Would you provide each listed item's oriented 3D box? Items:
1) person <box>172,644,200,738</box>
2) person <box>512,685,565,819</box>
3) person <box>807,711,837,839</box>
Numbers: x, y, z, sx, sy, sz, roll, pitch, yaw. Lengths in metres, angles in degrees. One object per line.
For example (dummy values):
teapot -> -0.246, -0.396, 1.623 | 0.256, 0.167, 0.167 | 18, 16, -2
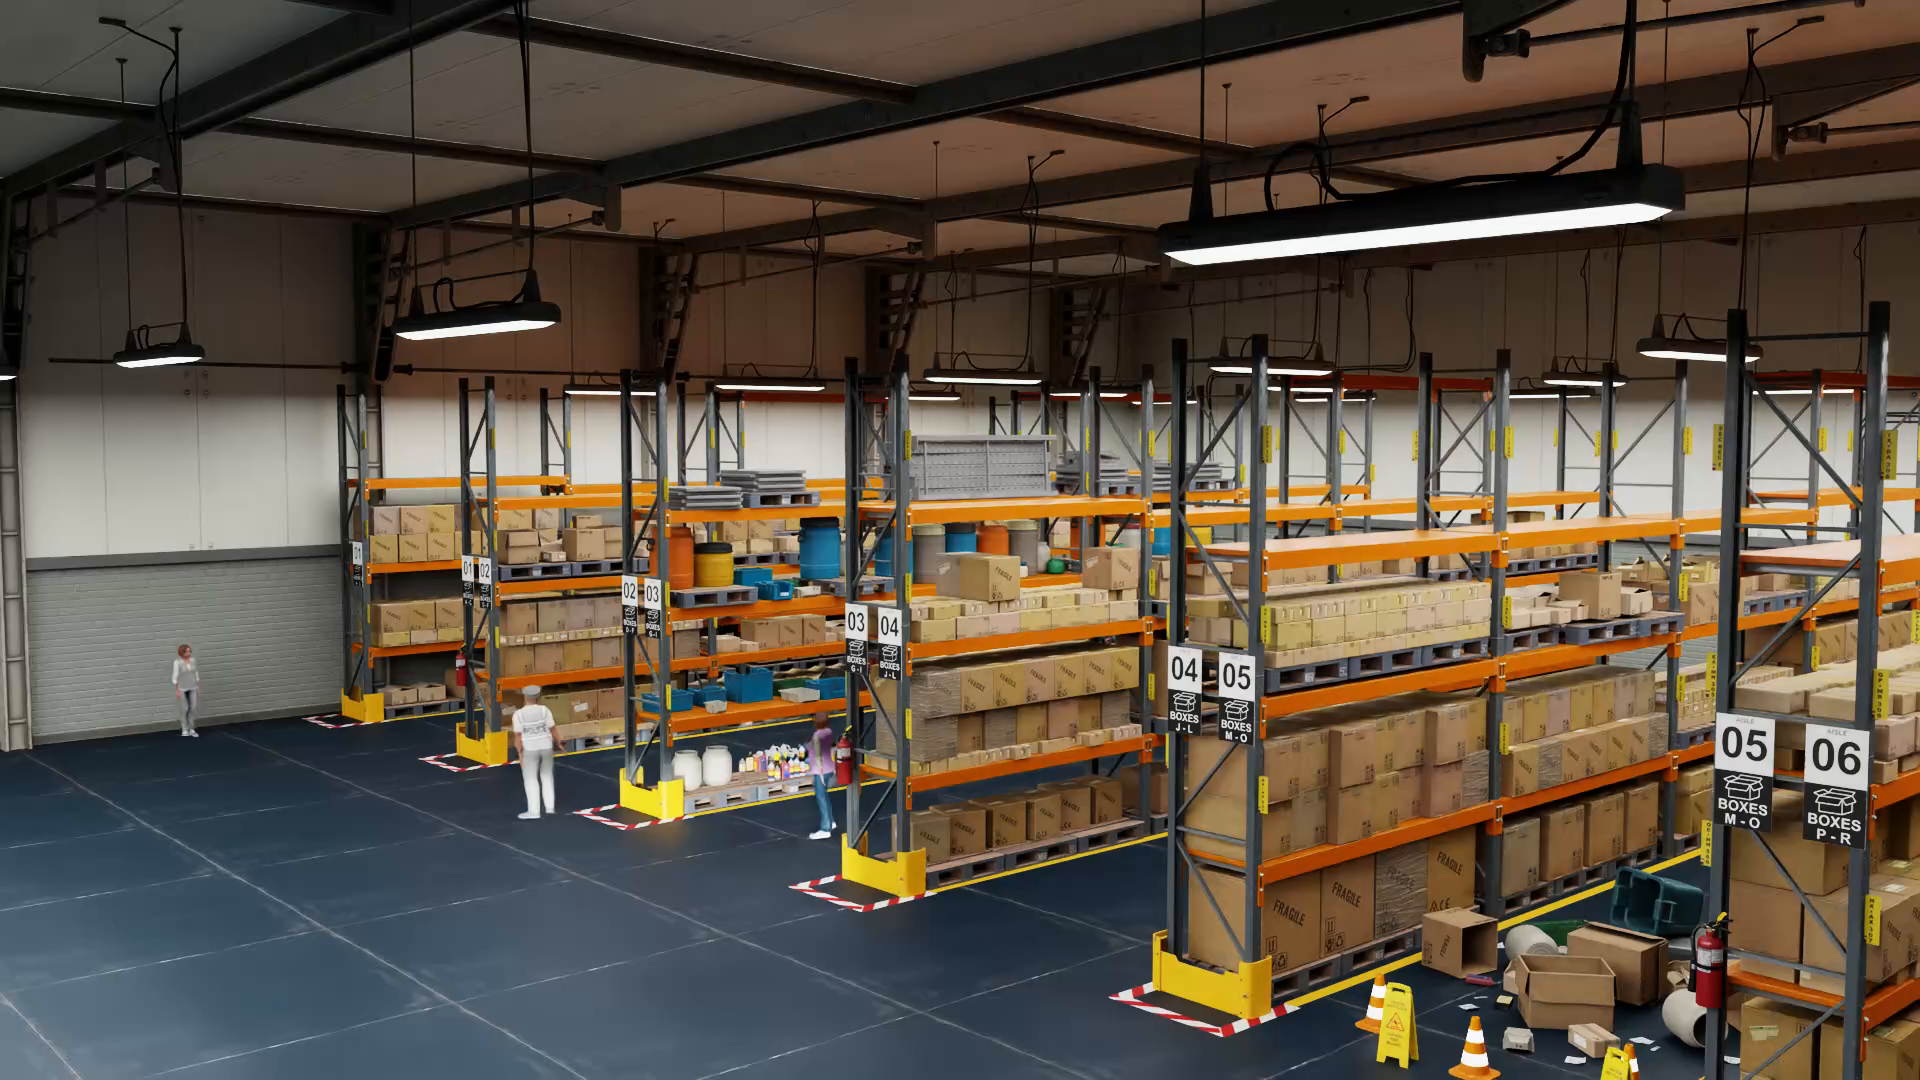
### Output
person -> -13.044, 2.534, 28.022 | 0.366, 1.594, 0.446 | 3, 5, 39
person -> -5.637, 2.820, 22.212 | 0.713, 1.786, 0.442 | -3, 5, -41
person -> -1.755, 2.965, 21.132 | 0.331, 1.602, 0.466 | 1, 4, 16
